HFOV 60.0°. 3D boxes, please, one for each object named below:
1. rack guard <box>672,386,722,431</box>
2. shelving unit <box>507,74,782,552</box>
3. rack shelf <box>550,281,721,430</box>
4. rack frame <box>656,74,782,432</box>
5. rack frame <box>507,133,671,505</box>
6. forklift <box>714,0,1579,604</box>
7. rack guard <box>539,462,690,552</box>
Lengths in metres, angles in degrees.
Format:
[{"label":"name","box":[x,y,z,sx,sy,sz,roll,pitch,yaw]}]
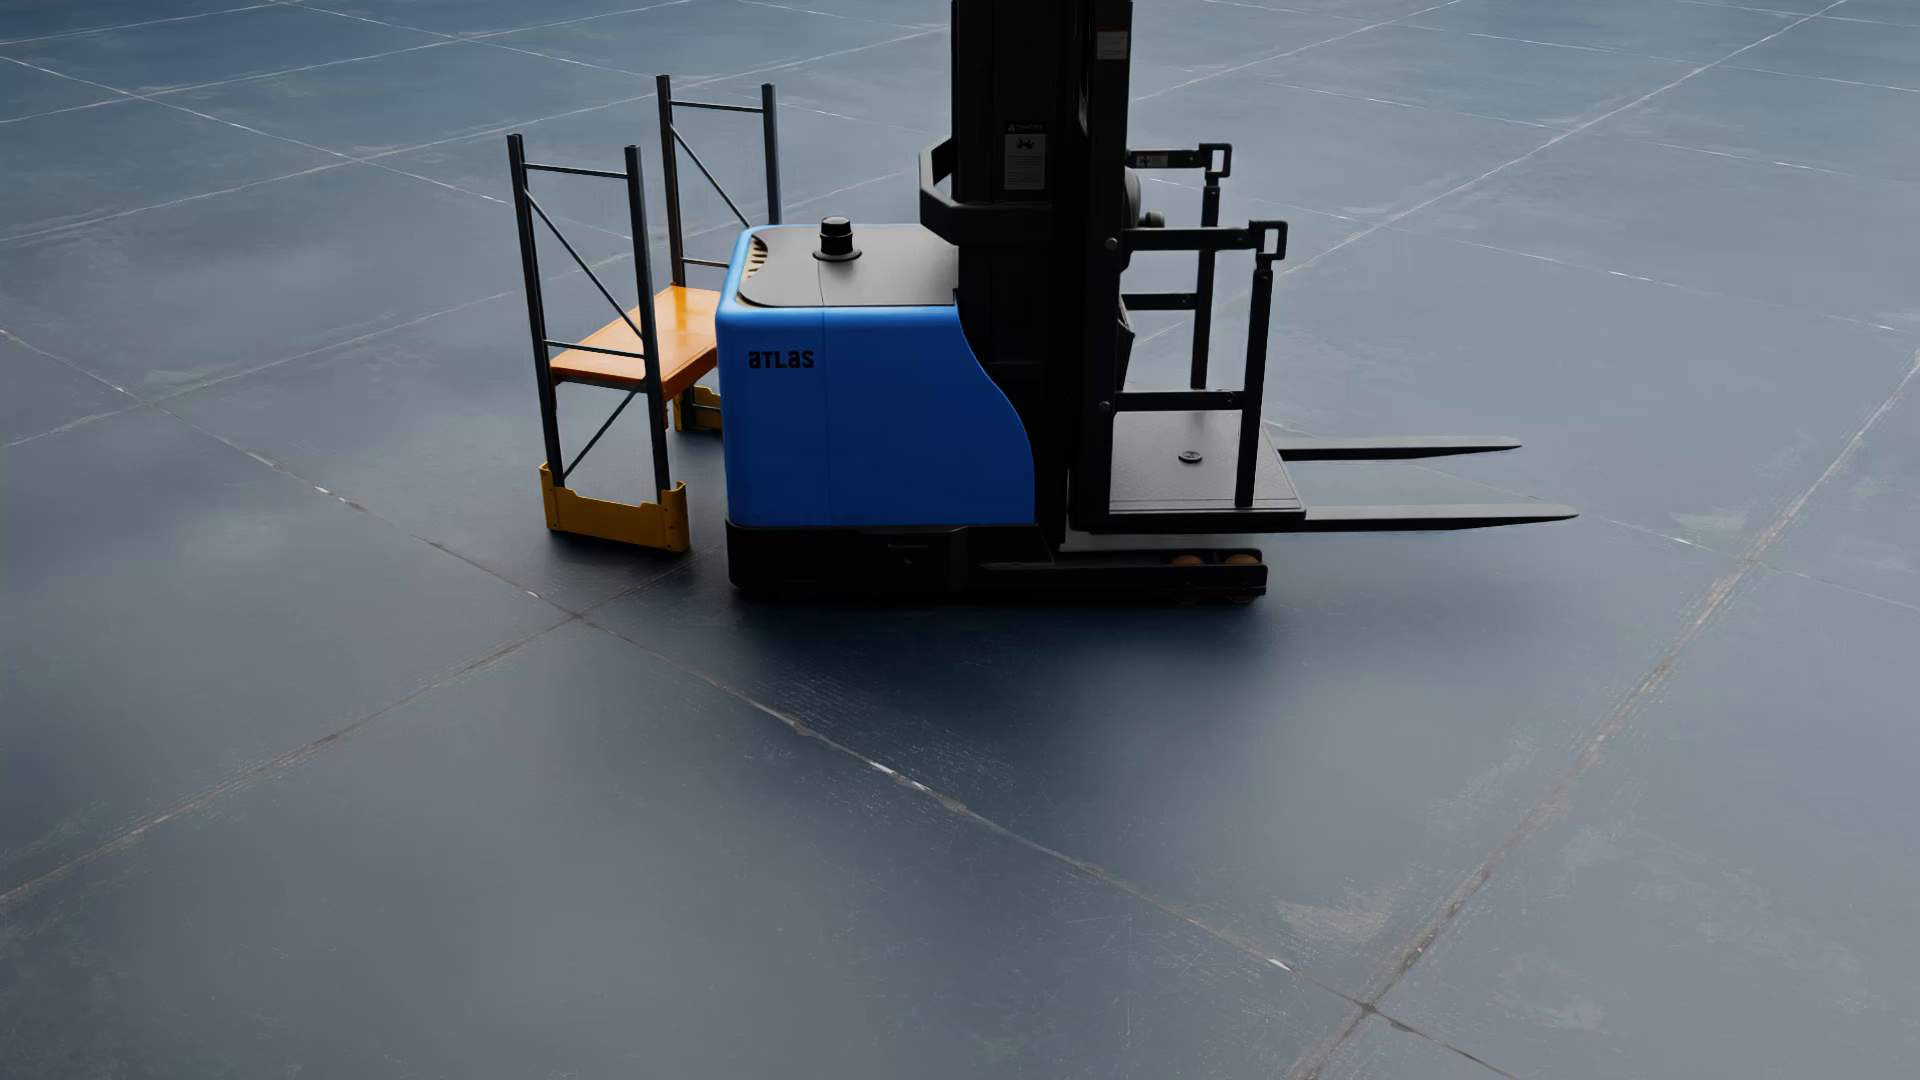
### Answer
[{"label":"rack guard","box":[-0.948,-0.557,7.055,0.587,0.250,0.087,10,29,18]},{"label":"shelving unit","box":[-1.120,-0.898,6.353,0.587,1.500,1.083,10,29,18]},{"label":"rack shelf","box":[-1.124,-0.734,6.429,0.538,0.185,1.000,10,29,18]},{"label":"rack frame","box":[-0.947,-1.113,6.769,0.500,1.500,0.032,10,29,18]},{"label":"rack frame","box":[-1.300,-0.675,5.922,0.500,1.500,0.032,10,29,18]},{"label":"forklift","box":[0.689,-1.324,5.619,3.031,2.935,1.130,-1,27,-2]},{"label":"rack guard","box":[-1.293,-0.128,6.226,0.587,0.250,0.087,10,29,18]}]
